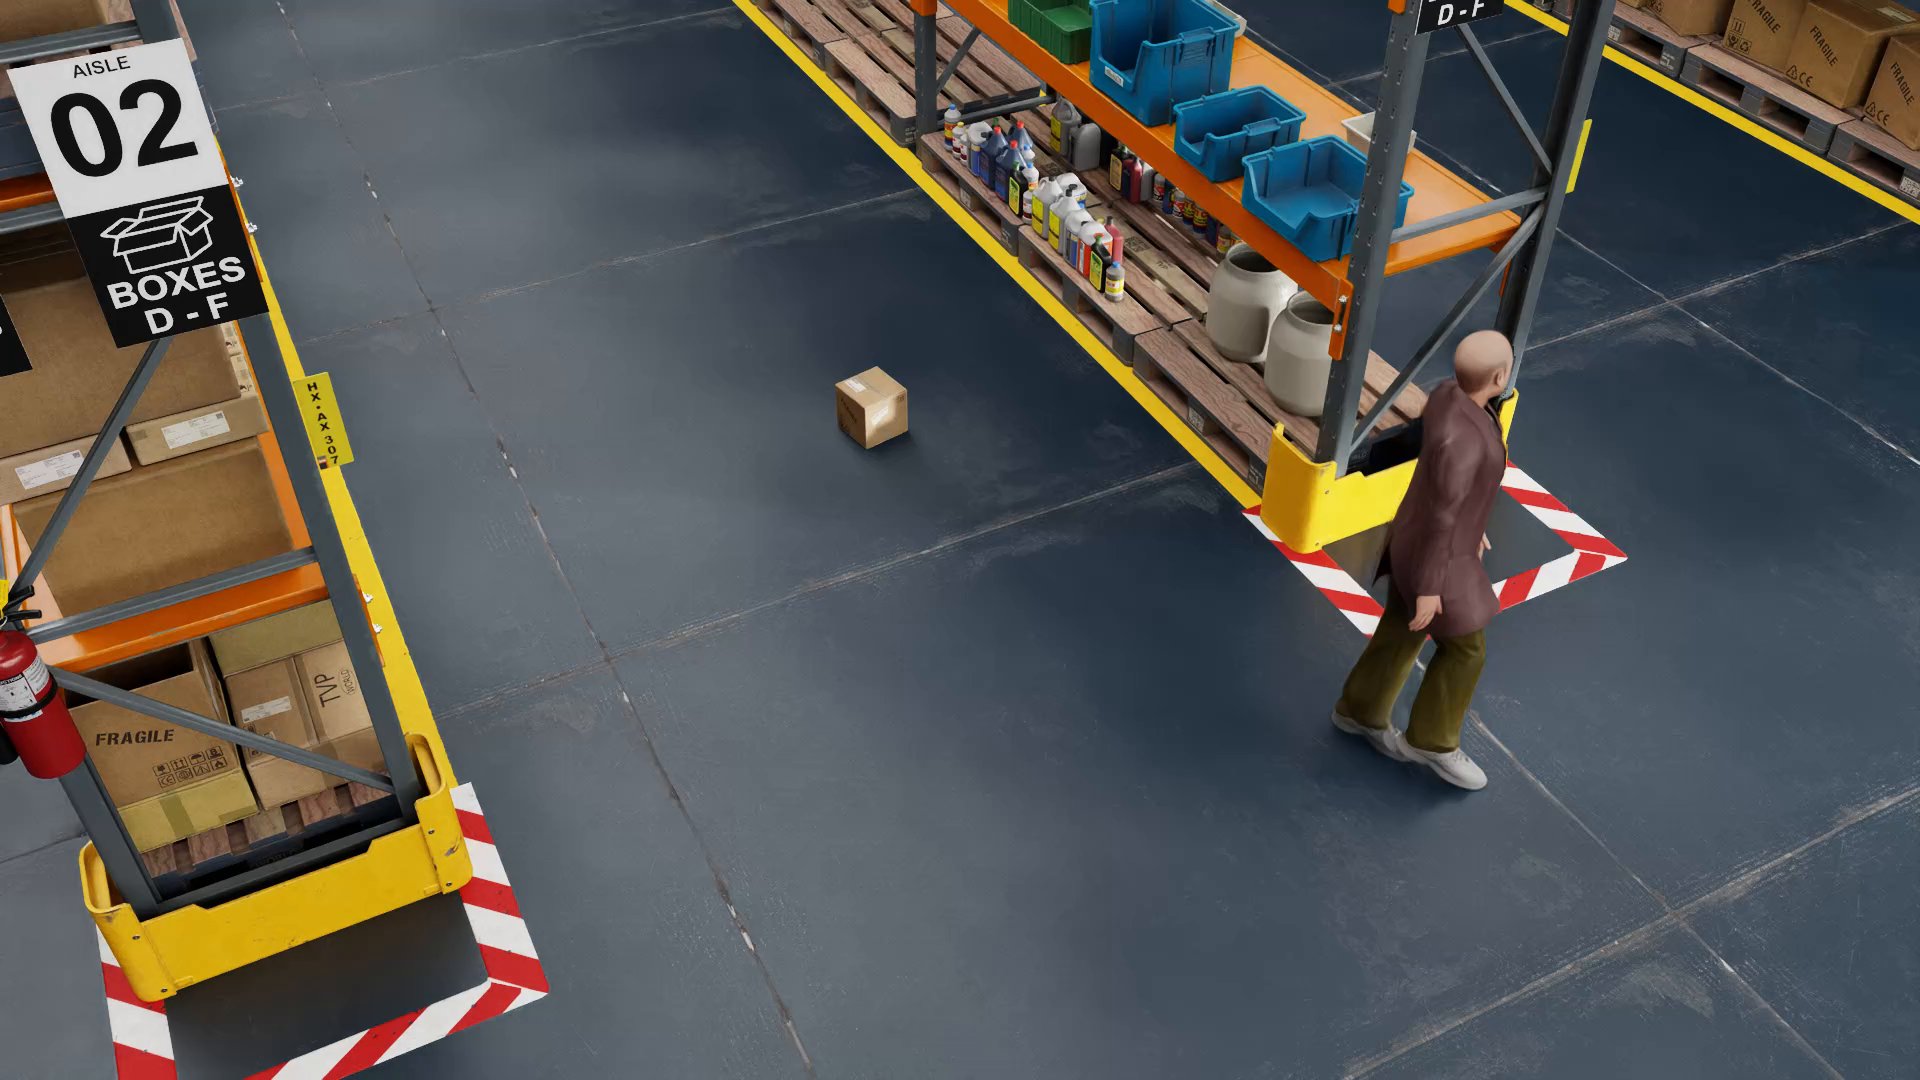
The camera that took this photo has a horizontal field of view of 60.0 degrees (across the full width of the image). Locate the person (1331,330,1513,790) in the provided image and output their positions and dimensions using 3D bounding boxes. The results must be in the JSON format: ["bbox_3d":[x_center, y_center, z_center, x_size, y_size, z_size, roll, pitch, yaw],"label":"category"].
[{"bbox_3d":[1.787,0.061,6.086,0.598,1.781,0.658,7,41,8],"label":"person"}]
